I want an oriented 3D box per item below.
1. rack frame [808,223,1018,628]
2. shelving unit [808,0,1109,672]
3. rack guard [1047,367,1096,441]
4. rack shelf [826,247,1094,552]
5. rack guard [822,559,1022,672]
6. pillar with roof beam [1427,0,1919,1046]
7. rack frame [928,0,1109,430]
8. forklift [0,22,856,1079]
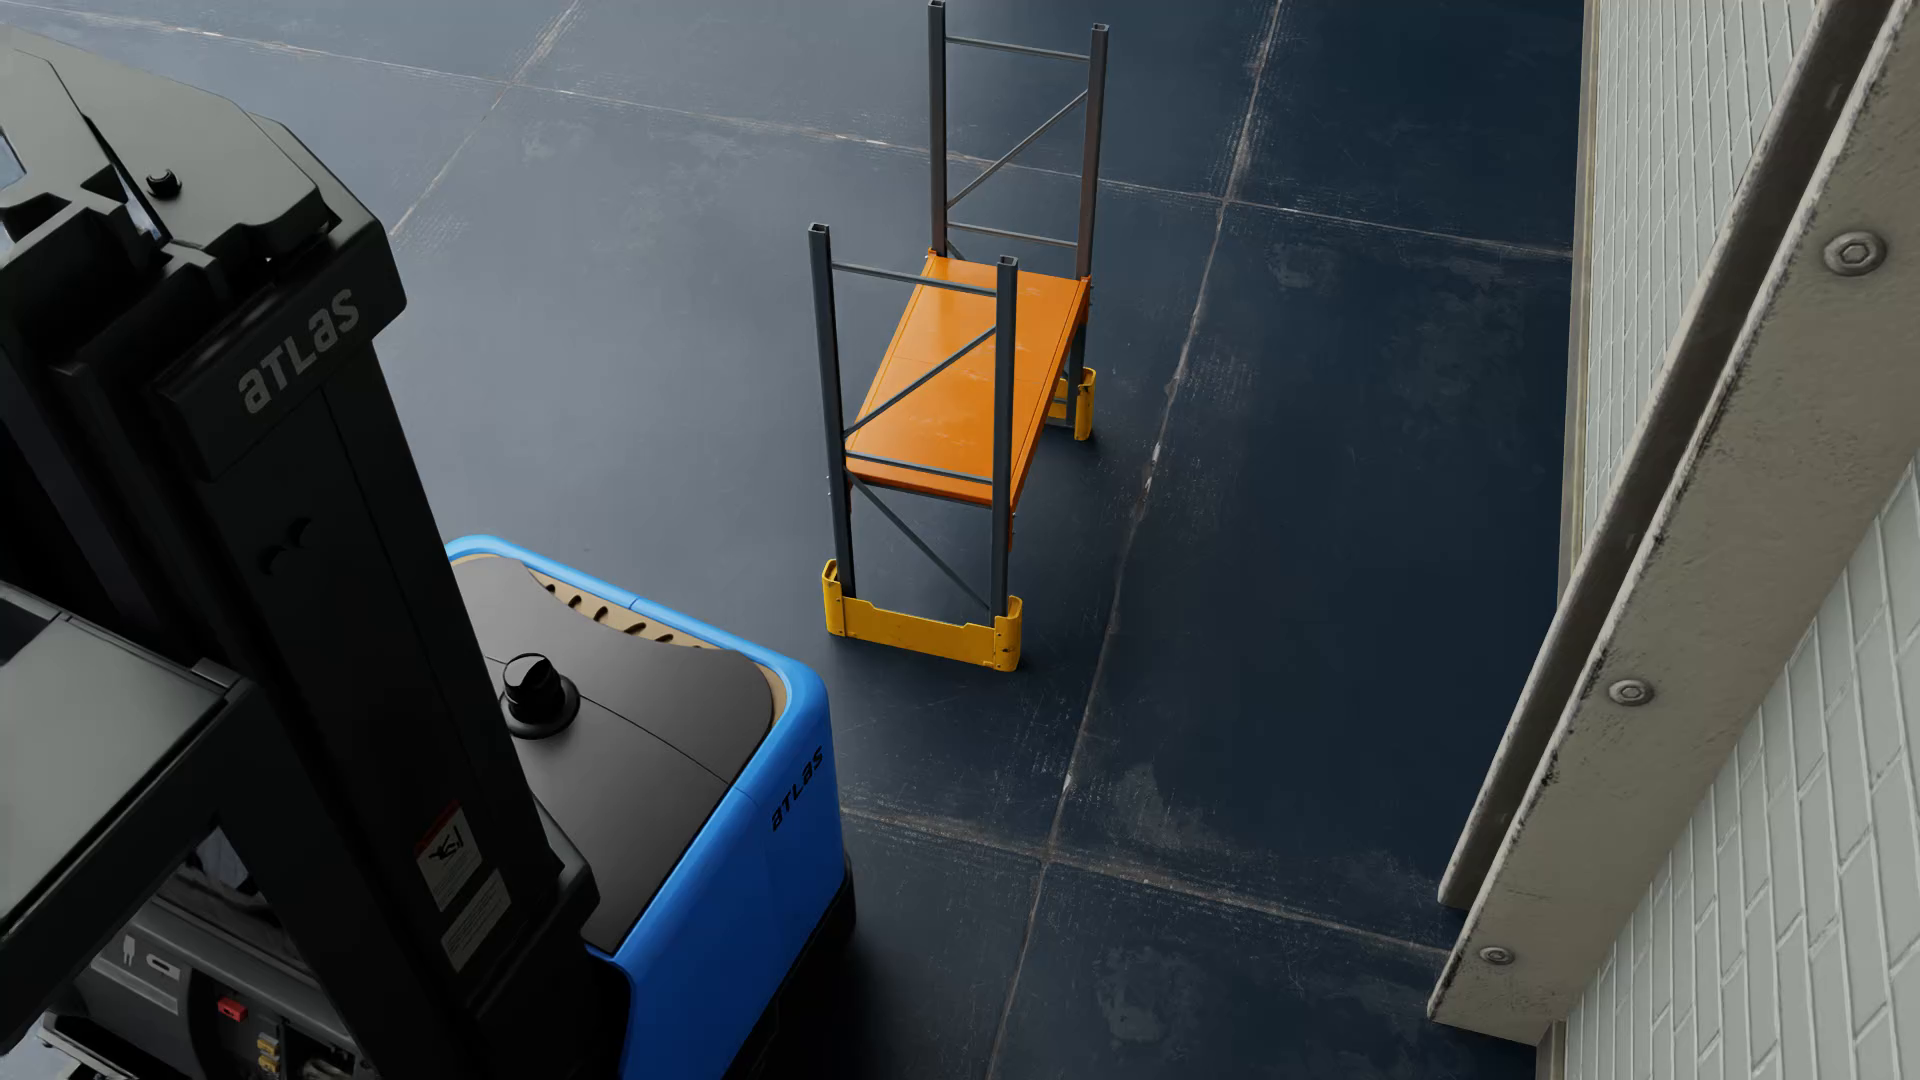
[{"bbox_3d":[-0.111,-0.190,4.418,0.500,1.500,0.032,12,50,10],"label":"rack frame"},{"bbox_3d":[0.020,-0.551,4.736,0.587,1.500,1.083,12,50,10],"label":"shelving unit"},{"bbox_3d":[0.151,-0.498,5.523,0.587,0.250,0.087,12,50,10],"label":"rack guard"},{"bbox_3d":[0.022,-0.439,4.877,0.538,0.185,1.000,12,50,10],"label":"rack shelf"},{"bbox_3d":[-0.111,0.222,4.887,0.587,0.250,0.087,12,50,10],"label":"rack guard"},{"bbox_3d":[-2.777,-2.734,1.661,9.100,9.000,0.400,12,50,10],"label":"pillar with roof beam"},{"bbox_3d":[0.156,-0.926,5.067,0.500,1.500,0.032,12,50,10],"label":"rack frame"},{"bbox_3d":[-1.380,0.856,2.540,1.130,2.935,3.031,21,52,17],"label":"forklift"}]
